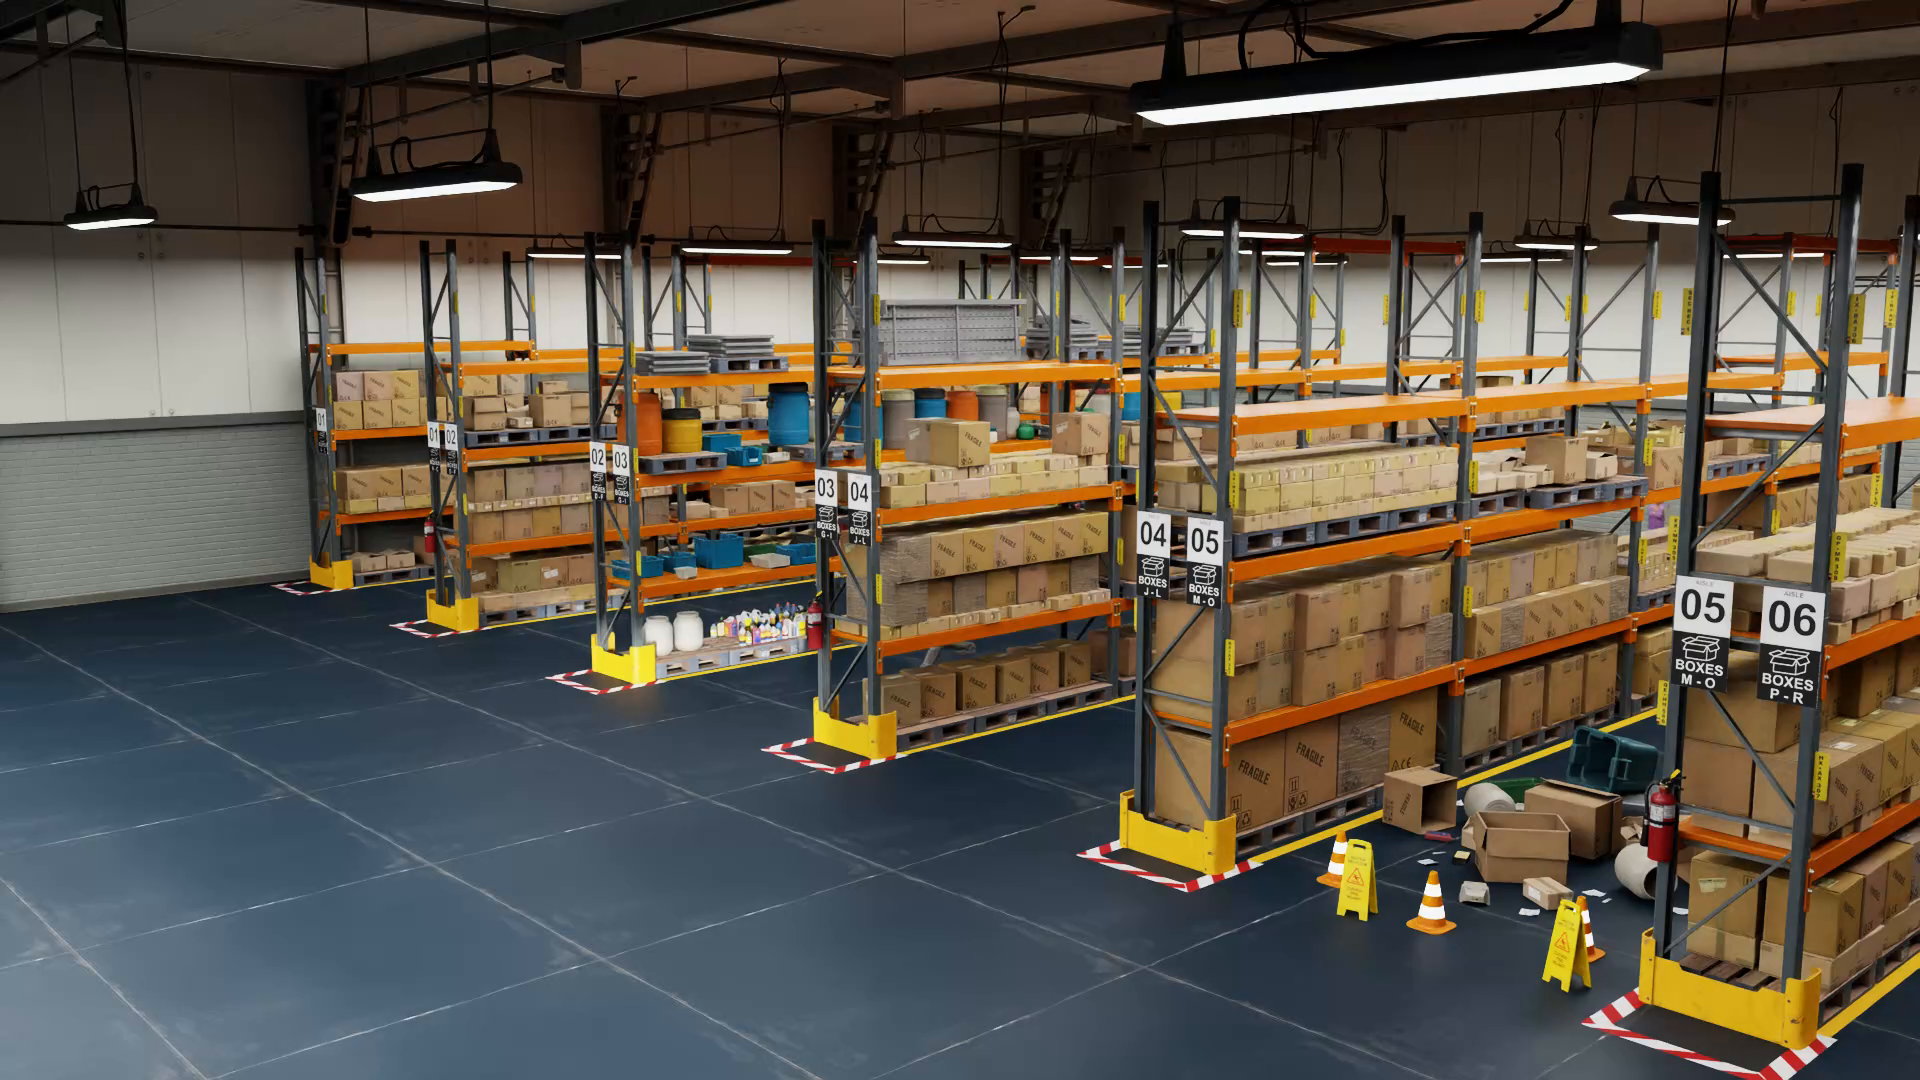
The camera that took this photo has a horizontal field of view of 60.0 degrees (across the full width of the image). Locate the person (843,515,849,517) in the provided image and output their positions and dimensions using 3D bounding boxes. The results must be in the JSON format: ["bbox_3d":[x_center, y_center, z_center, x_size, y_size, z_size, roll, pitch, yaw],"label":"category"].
[{"bbox_3d":[-1.967,-0.239,29.689,0.619,1.722,0.635,-6,10,-34],"label":"person"}]

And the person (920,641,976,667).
[{"bbox_3d":[-0.247,0.990,22.593,0.980,1.712,0.578,-1,8,-9],"label":"person"}]

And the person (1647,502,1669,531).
[{"bbox_3d":[12.978,-0.138,30.908,0.407,1.534,1.009,7,11,38],"label":"person"}]
